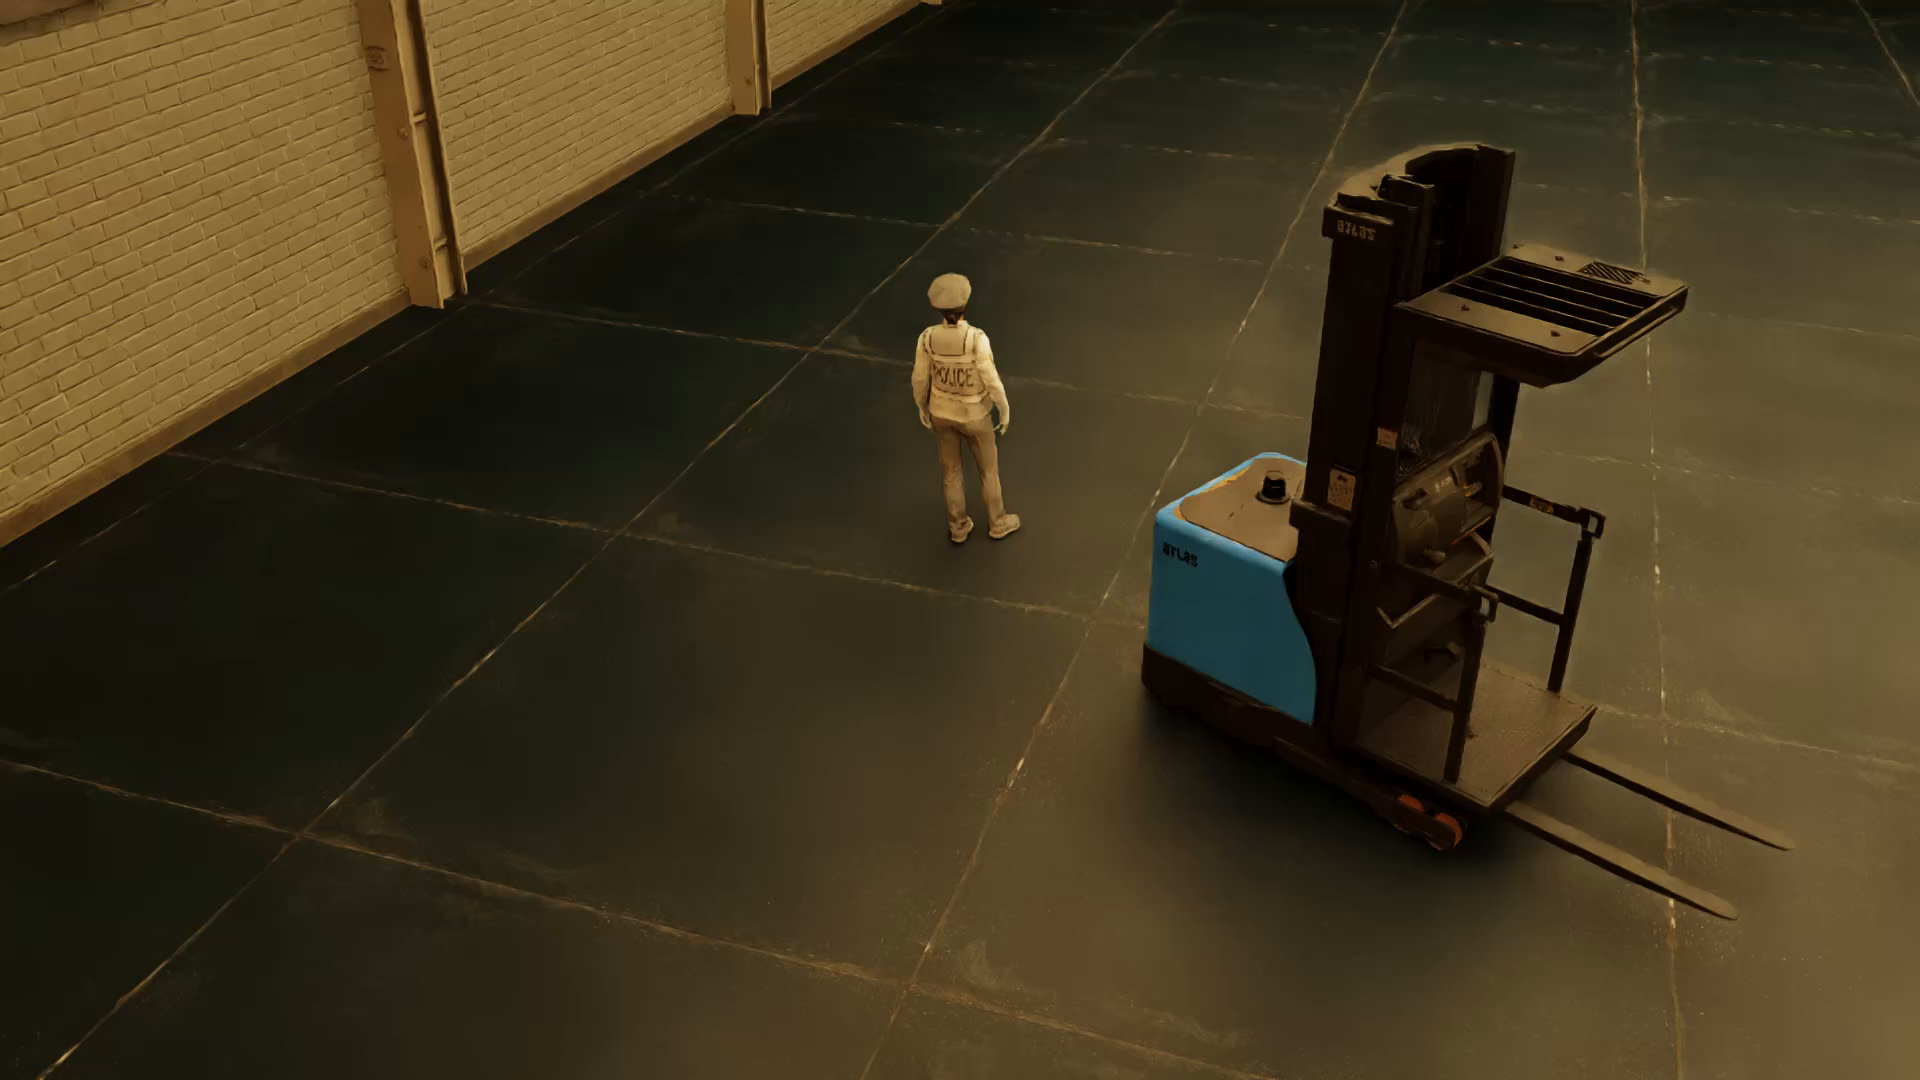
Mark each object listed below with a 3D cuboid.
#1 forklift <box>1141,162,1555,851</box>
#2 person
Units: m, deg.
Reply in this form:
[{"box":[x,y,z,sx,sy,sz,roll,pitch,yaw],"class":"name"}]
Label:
[{"box":[1.962,-0.306,7.738,1.939,2.867,1.129,26,38,37],"class":"forklift"},{"box":[0.042,-0.760,9.748,0.568,1.651,0.500,10,31,16],"class":"person"}]
